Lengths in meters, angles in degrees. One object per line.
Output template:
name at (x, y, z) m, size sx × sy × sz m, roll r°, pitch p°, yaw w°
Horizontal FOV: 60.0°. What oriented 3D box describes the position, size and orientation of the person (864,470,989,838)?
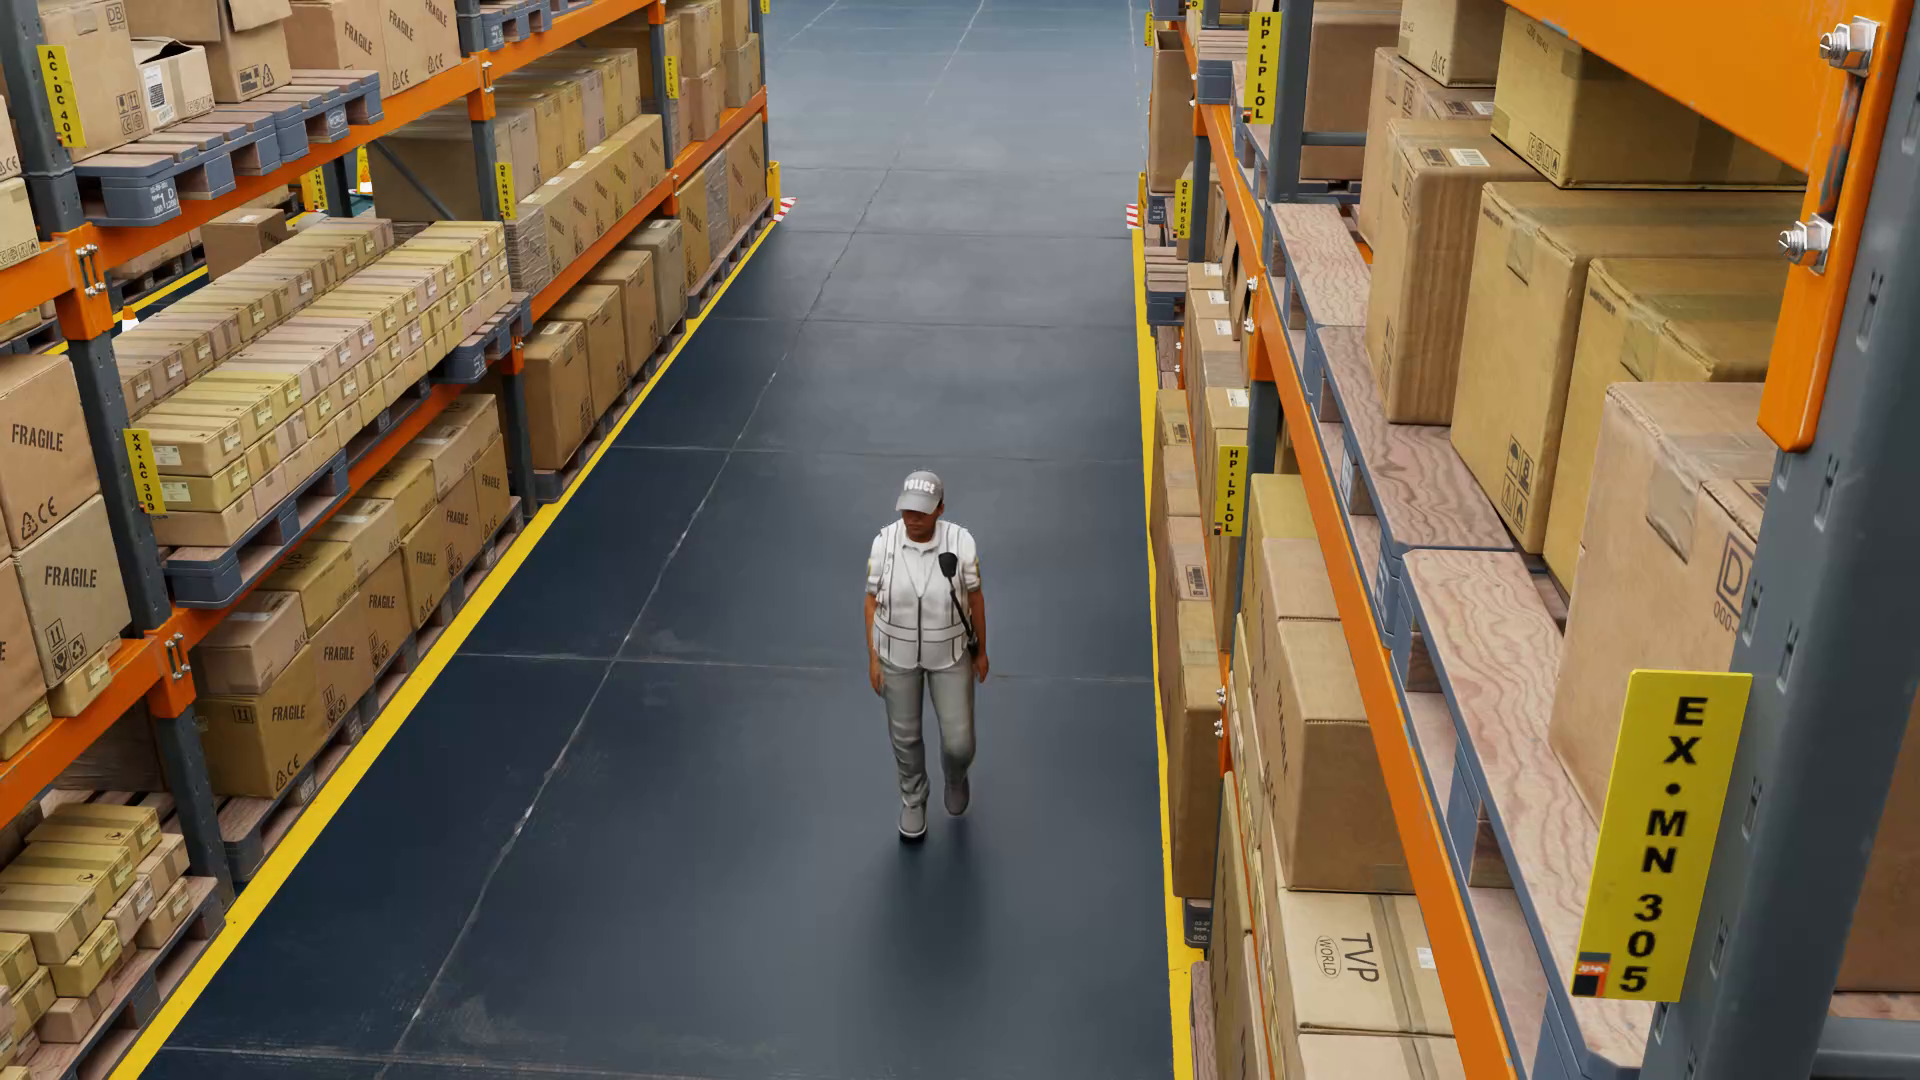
person at (-0.143, 0.493, 6.971) m, size 0.514 × 1.664 × 0.458 m, roll 2°, pitch 25°, yaw 5°
